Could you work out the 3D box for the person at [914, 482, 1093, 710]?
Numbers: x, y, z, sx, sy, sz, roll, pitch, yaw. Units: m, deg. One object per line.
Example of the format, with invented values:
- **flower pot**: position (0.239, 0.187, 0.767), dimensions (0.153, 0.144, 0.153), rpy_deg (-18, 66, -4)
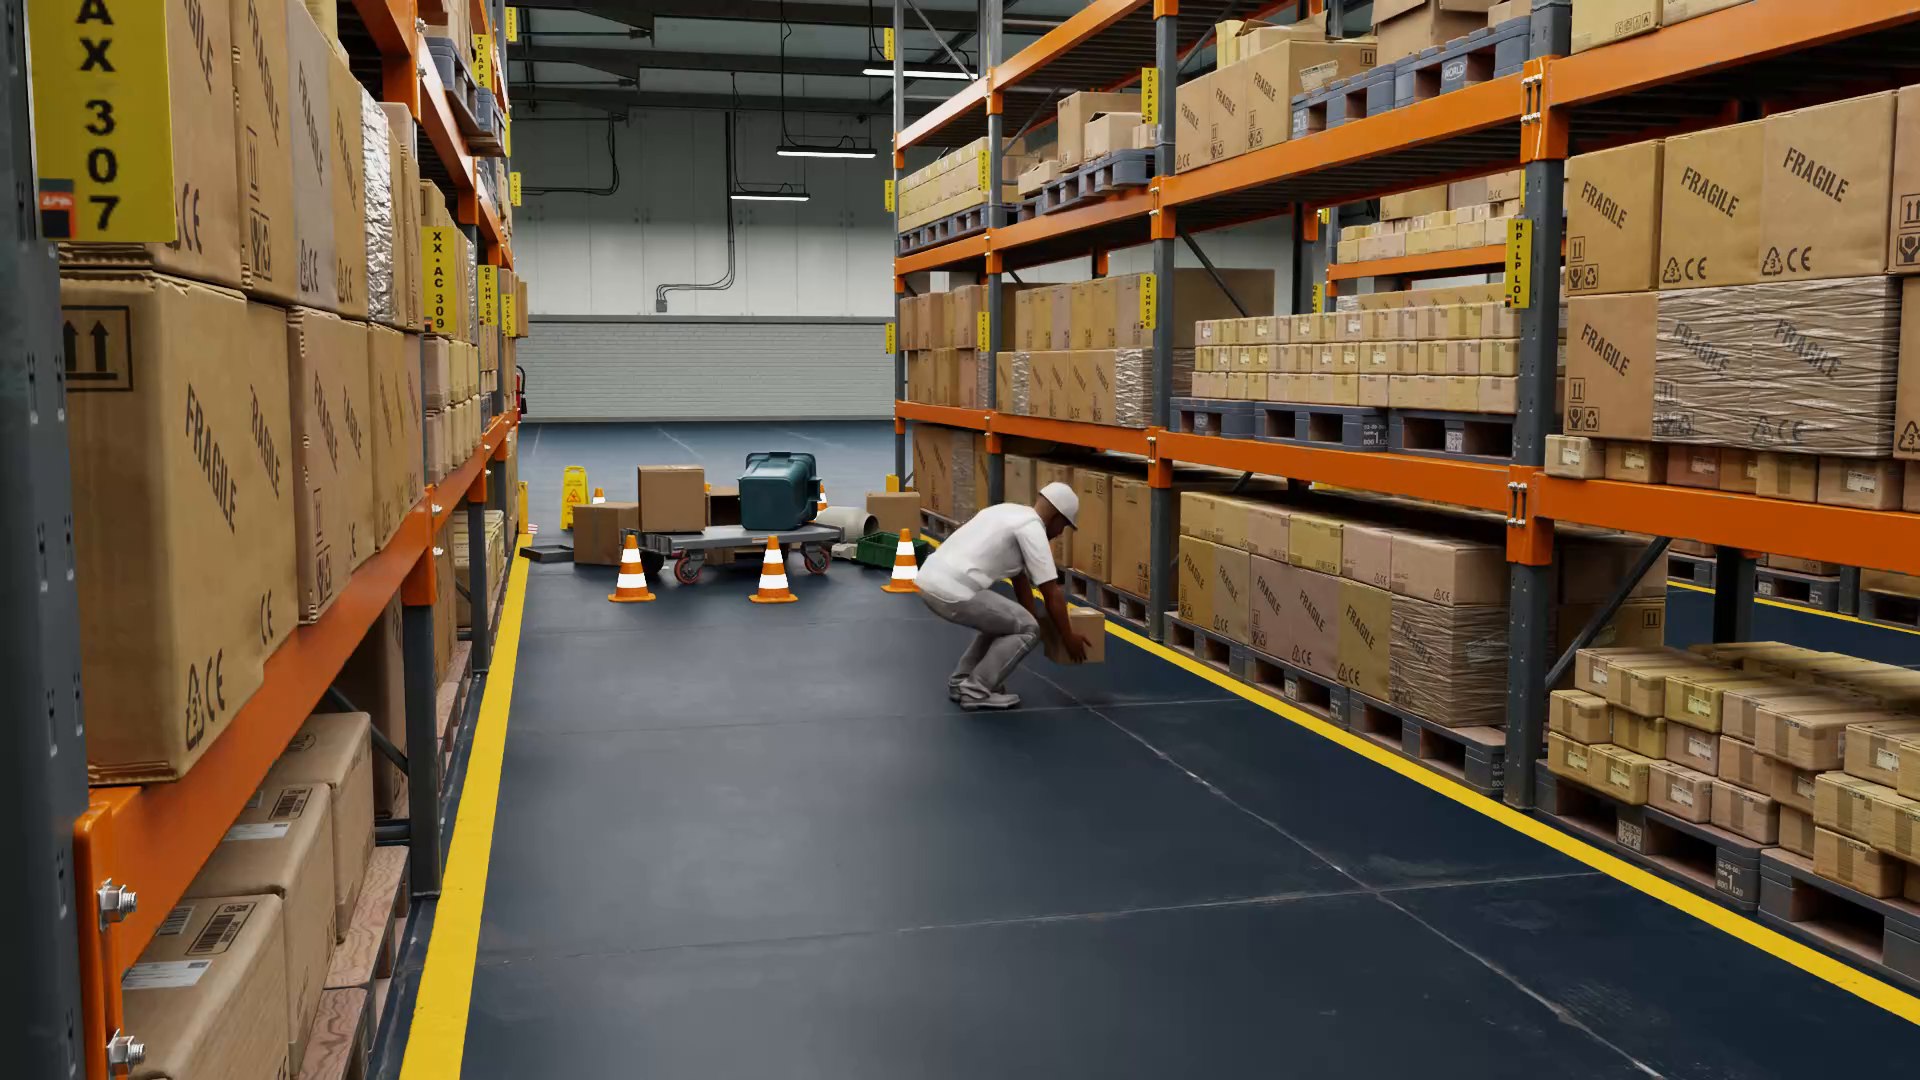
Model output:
- **person**: position (0.197, 0.268, 8.442), dimensions (0.860, 1.111, 0.603), rpy_deg (-1, 6, -14)
